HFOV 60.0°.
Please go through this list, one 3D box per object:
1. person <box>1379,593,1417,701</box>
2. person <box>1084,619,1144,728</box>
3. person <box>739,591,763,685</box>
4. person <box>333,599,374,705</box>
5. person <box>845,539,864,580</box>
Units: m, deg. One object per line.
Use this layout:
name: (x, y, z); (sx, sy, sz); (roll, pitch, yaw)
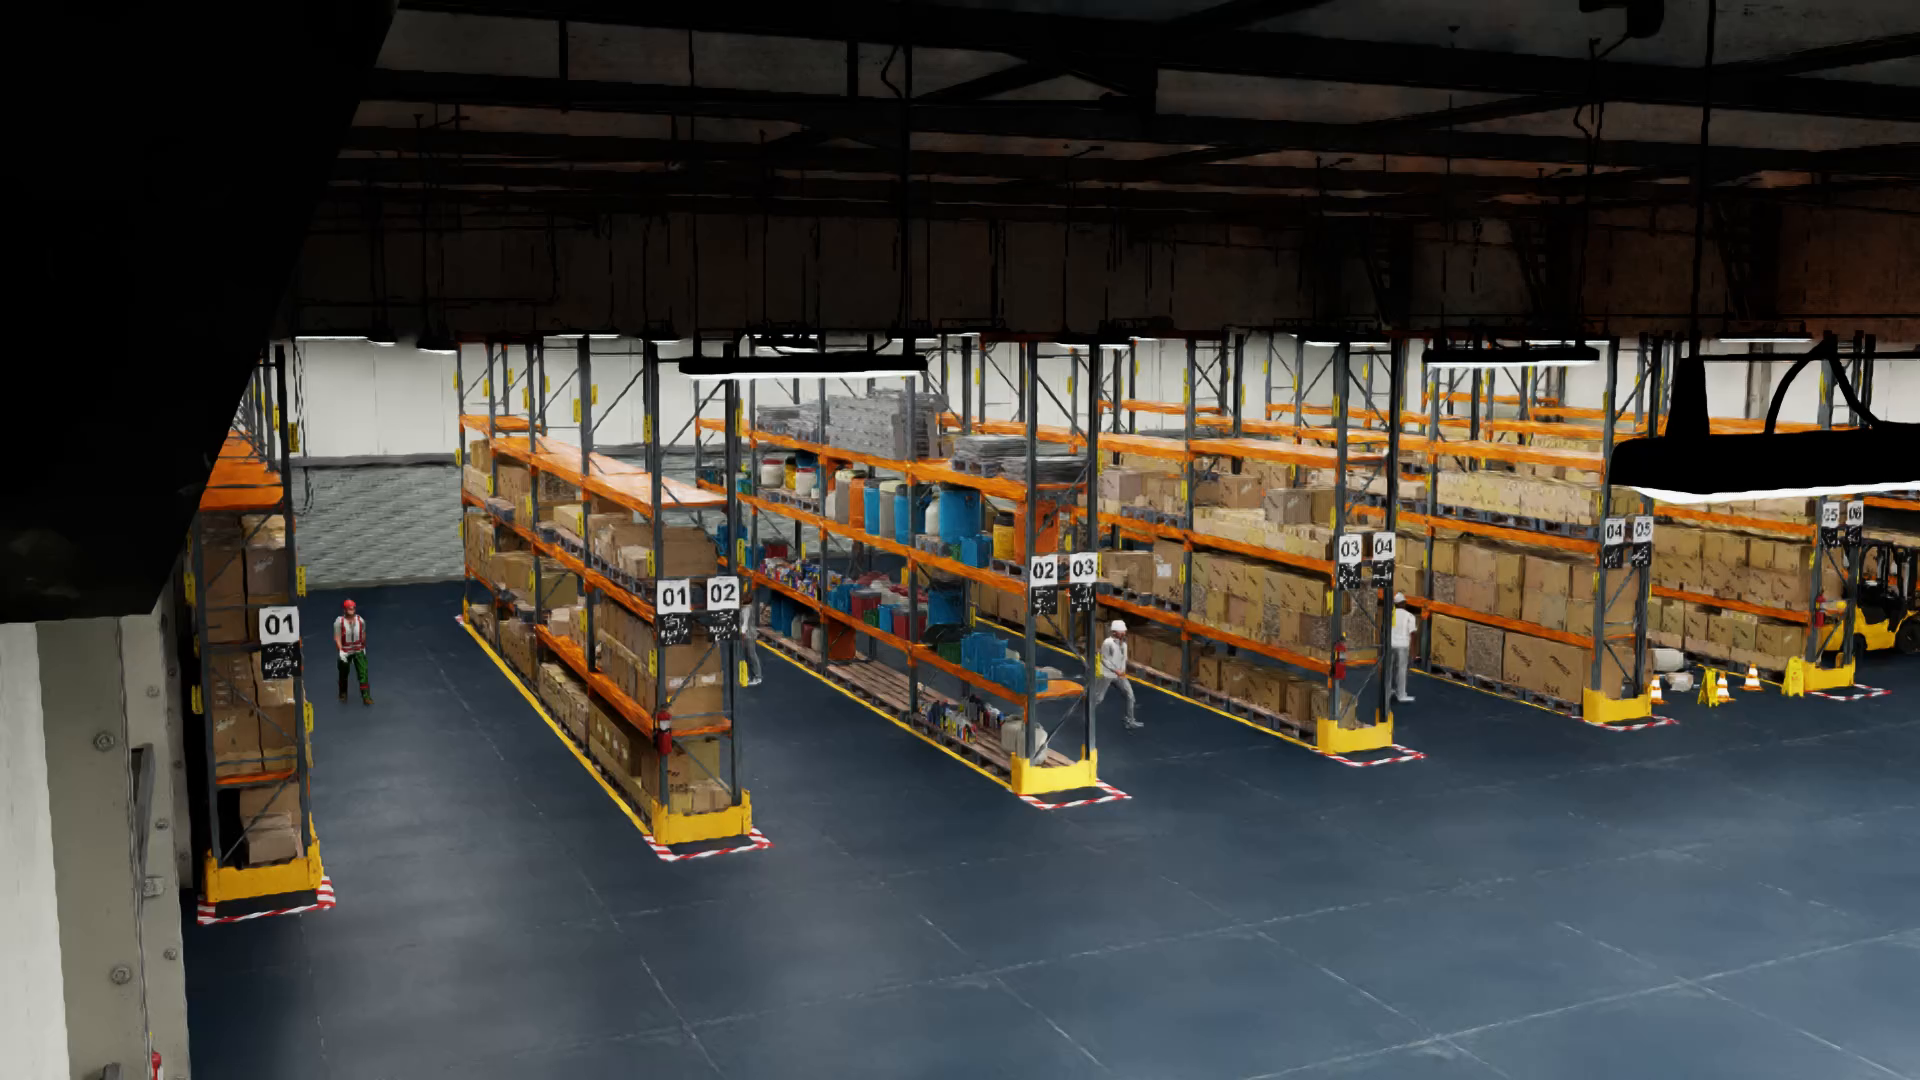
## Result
person: (7.247, 1.739, 27.480); (0.649, 1.772, 0.463); (6, 9, 35)
person: (2.333, 2.044, 25.540); (0.682, 1.713, 0.844); (-7, 10, -41)
person: (-3.668, 1.670, 28.681); (0.534, 1.589, 0.522); (0, 8, 1)
person: (-9.930, 1.815, 27.121); (0.528, 1.727, 1.030); (-5, 9, -32)
person: (-2.525, 0.194, 39.536); (0.454, 1.656, 0.650); (2, 8, 15)
